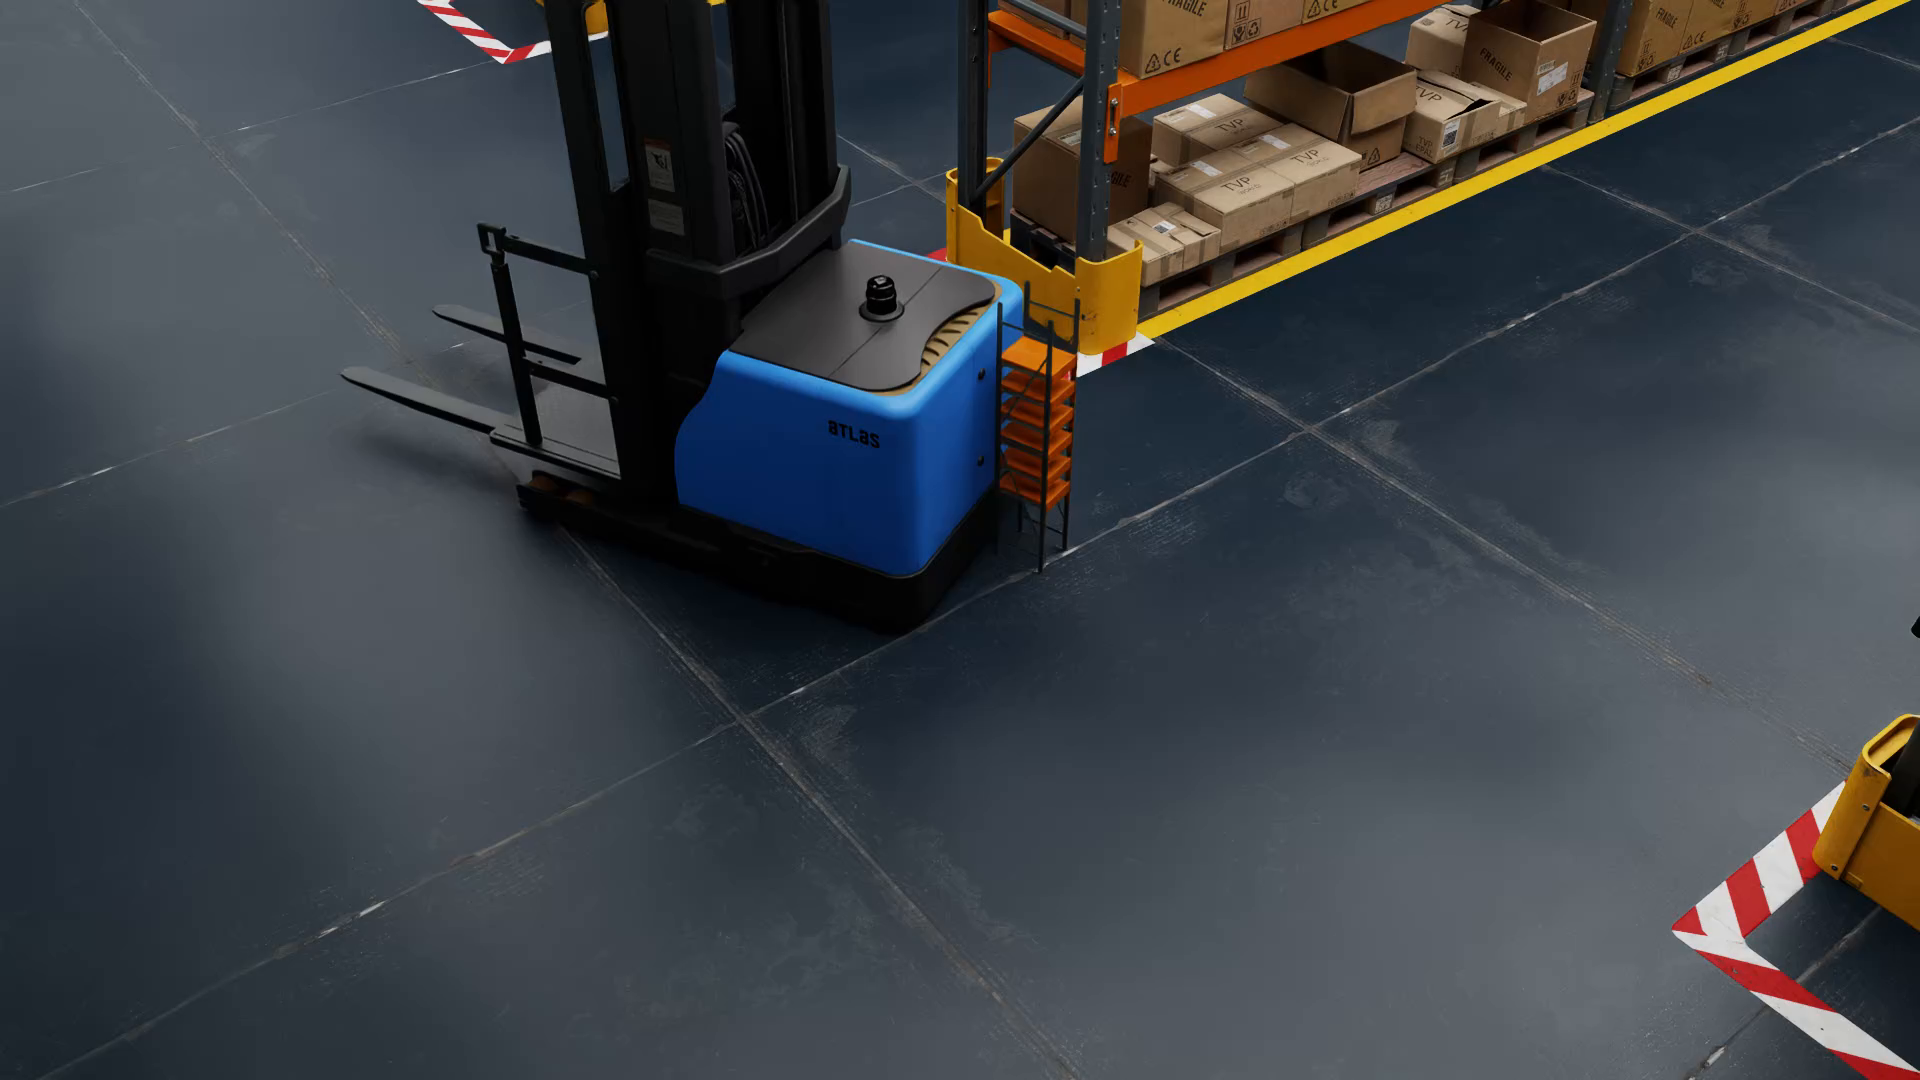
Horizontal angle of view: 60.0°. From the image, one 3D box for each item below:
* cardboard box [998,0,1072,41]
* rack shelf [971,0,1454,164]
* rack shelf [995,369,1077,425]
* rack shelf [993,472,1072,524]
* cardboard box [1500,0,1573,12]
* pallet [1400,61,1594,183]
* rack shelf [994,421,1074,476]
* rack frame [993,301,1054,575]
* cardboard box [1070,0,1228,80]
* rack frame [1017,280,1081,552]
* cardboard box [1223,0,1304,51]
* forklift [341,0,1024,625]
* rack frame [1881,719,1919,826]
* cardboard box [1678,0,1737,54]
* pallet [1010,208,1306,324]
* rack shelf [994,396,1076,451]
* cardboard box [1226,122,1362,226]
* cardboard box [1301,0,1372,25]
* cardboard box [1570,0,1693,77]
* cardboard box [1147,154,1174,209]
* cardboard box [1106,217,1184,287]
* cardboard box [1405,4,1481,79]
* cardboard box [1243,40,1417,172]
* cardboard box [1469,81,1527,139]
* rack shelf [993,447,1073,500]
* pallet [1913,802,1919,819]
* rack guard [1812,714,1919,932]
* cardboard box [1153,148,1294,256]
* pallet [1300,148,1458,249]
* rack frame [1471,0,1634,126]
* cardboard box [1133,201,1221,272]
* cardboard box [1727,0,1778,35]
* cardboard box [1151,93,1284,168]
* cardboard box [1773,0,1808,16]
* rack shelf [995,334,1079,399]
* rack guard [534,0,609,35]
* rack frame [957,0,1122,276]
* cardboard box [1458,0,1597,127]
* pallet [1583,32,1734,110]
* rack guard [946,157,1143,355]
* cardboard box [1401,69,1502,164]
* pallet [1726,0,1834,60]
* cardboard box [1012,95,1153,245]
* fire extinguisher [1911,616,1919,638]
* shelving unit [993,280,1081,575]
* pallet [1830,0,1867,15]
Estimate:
[{"bbox_3d":[0.526,-2.709,7.772,0.500,0.500,0.500,-25,45,-27],"label":"cardboard box"},{"bbox_3d":[1.922,-2.856,8.596,4.000,0.370,1.077,-26,46,-28],"label":"rack shelf"},{"bbox_3d":[0.289,-0.564,6.346,0.258,0.103,0.180,24,45,26],"label":"rack shelf"},{"bbox_3d":[0.288,-0.193,6.650,0.258,0.103,0.180,24,45,26],"label":"rack shelf"},{"bbox_3d":[3.724,-3.445,10.372,0.500,0.500,0.500,-26,46,-28],"label":"cardboard box"},{"bbox_3d":[2.963,-2.564,9.872,1.213,0.211,1.003,-26,46,-28],"label":"pallet"},{"bbox_3d":[0.289,-0.378,6.498,0.258,0.103,0.180,24,45,26],"label":"rack shelf"},{"bbox_3d":[0.237,-0.365,6.412,0.240,1.200,0.006,24,45,26],"label":"rack frame"},{"bbox_3d":[0.849,-2.438,7.442,0.500,0.500,0.500,-25,46,-27],"label":"cardboard box"},{"bbox_3d":[0.341,-0.460,6.528,0.240,1.200,0.006,24,45,26],"label":"rack frame"},{"bbox_3d":[1.255,-2.640,7.688,0.500,0.500,0.500,-26,46,-28],"label":"cardboard box"},{"bbox_3d":[-1.287,-1.459,6.381,3.031,2.935,1.130,18,43,21],"label":"forklift"},{"bbox_3d":[3.358,0.129,4.391,0.127,3.000,1.000,-26,46,-28],"label":"rack frame"},{"bbox_3d":[4.456,-3.387,10.300,0.500,0.500,0.500,-25,46,-28],"label":"cardboard box"},{"bbox_3d":[1.028,-1.621,8.723,1.213,0.211,1.003,-26,46,-28],"label":"pallet"},{"bbox_3d":[0.289,-0.471,6.422,0.258,0.103,0.180,24,45,26],"label":"rack shelf"},{"bbox_3d":[1.733,-1.922,8.712,0.500,0.250,0.500,-26,46,-28],"label":"cardboard box"},{"bbox_3d":[1.654,-2.833,7.923,0.500,0.500,0.500,-26,46,-28],"label":"cardboard box"},{"bbox_3d":[4.040,-3.175,10.042,0.500,0.500,0.500,-28,47,-30],"label":"cardboard box"},{"bbox_3d":[0.993,-1.881,8.728,0.250,0.166,0.380,-26,46,-28],"label":"cardboard box"},{"bbox_3d":[0.878,-1.418,8.177,0.250,0.149,0.380,-26,46,-28],"label":"cardboard box"},{"bbox_3d":[3.043,-2.984,9.959,0.500,0.311,0.500,-26,46,-28],"label":"cardboard box"},{"bbox_3d":[2.021,-2.383,9.075,0.637,0.503,0.797,-26,46,-28],"label":"cardboard box"},{"bbox_3d":[2.968,-2.437,9.419,0.250,0.149,0.380,-26,46,-28],"label":"cardboard box"},{"bbox_3d":[0.289,-0.286,6.574,0.258,0.103,0.180,24,45,26],"label":"rack shelf"},{"bbox_3d":[3.944,0.859,5.700,1.213,0.211,1.003,-26,46,-28],"label":"pallet"},{"bbox_3d":[3.339,1.105,5.173,0.348,0.500,1.175,-26,46,-28],"label":"rack guard"},{"bbox_3d":[1.337,-1.729,8.476,0.500,0.250,0.500,-26,46,-28],"label":"cardboard box"},{"bbox_3d":[1.995,-2.089,9.294,1.213,0.211,1.003,-26,46,-28],"label":"pallet"},{"bbox_3d":[3.508,-3.907,9.311,0.127,3.000,1.000,-26,46,-28],"label":"rack frame"},{"bbox_3d":[1.076,-1.521,8.290,0.250,0.166,0.380,-26,46,-28],"label":"cardboard box"},{"bbox_3d":[4.857,-3.576,10.531,0.500,0.500,0.500,-25,46,-28],"label":"cardboard box"},{"bbox_3d":[1.389,-2.154,8.995,0.500,0.250,0.500,-26,46,-28],"label":"cardboard box"},{"bbox_3d":[5.258,-3.771,10.769,0.500,0.500,0.500,-28,47,-30],"label":"cardboard box"},{"bbox_3d":[0.289,-0.657,6.270,0.258,0.103,0.180,24,45,26],"label":"rack shelf"},{"bbox_3d":[-2.690,-3.871,11.238,0.348,0.500,1.175,-26,46,-28],"label":"rack guard"},{"bbox_3d":[0.336,-2.361,7.426,0.127,3.000,1.000,-26,46,-28],"label":"rack frame"},{"bbox_3d":[3.229,-2.748,9.522,0.500,0.500,0.500,-26,46,-28],"label":"cardboard box"},{"bbox_3d":[4.130,-3.162,10.601,1.213,0.211,1.003,-26,46,-28],"label":"pallet"},{"bbox_3d":[0.397,-1.424,8.255,0.348,0.500,1.175,-26,46,-28],"label":"rack guard"},{"bbox_3d":[2.634,-2.385,9.228,0.500,0.311,0.500,-26,46,-28],"label":"cardboard box"},{"bbox_3d":[5.098,-3.636,11.179,1.213,0.211,1.003,-26,46,-28],"label":"pallet"},{"bbox_3d":[0.617,-1.898,8.487,0.500,0.500,0.500,-26,46,-28],"label":"cardboard box"},{"bbox_3d":[2.957,0.129,4.746,0.183,0.674,0.296,-26,46,-28],"label":"fire extinguisher"},{"bbox_3d":[0.289,-0.413,6.470,0.258,1.200,0.189,24,45,26],"label":"shelving unit"},{"bbox_3d":[6.064,-4.105,11.751,1.213,0.211,1.003,-26,46,-28],"label":"pallet"}]
